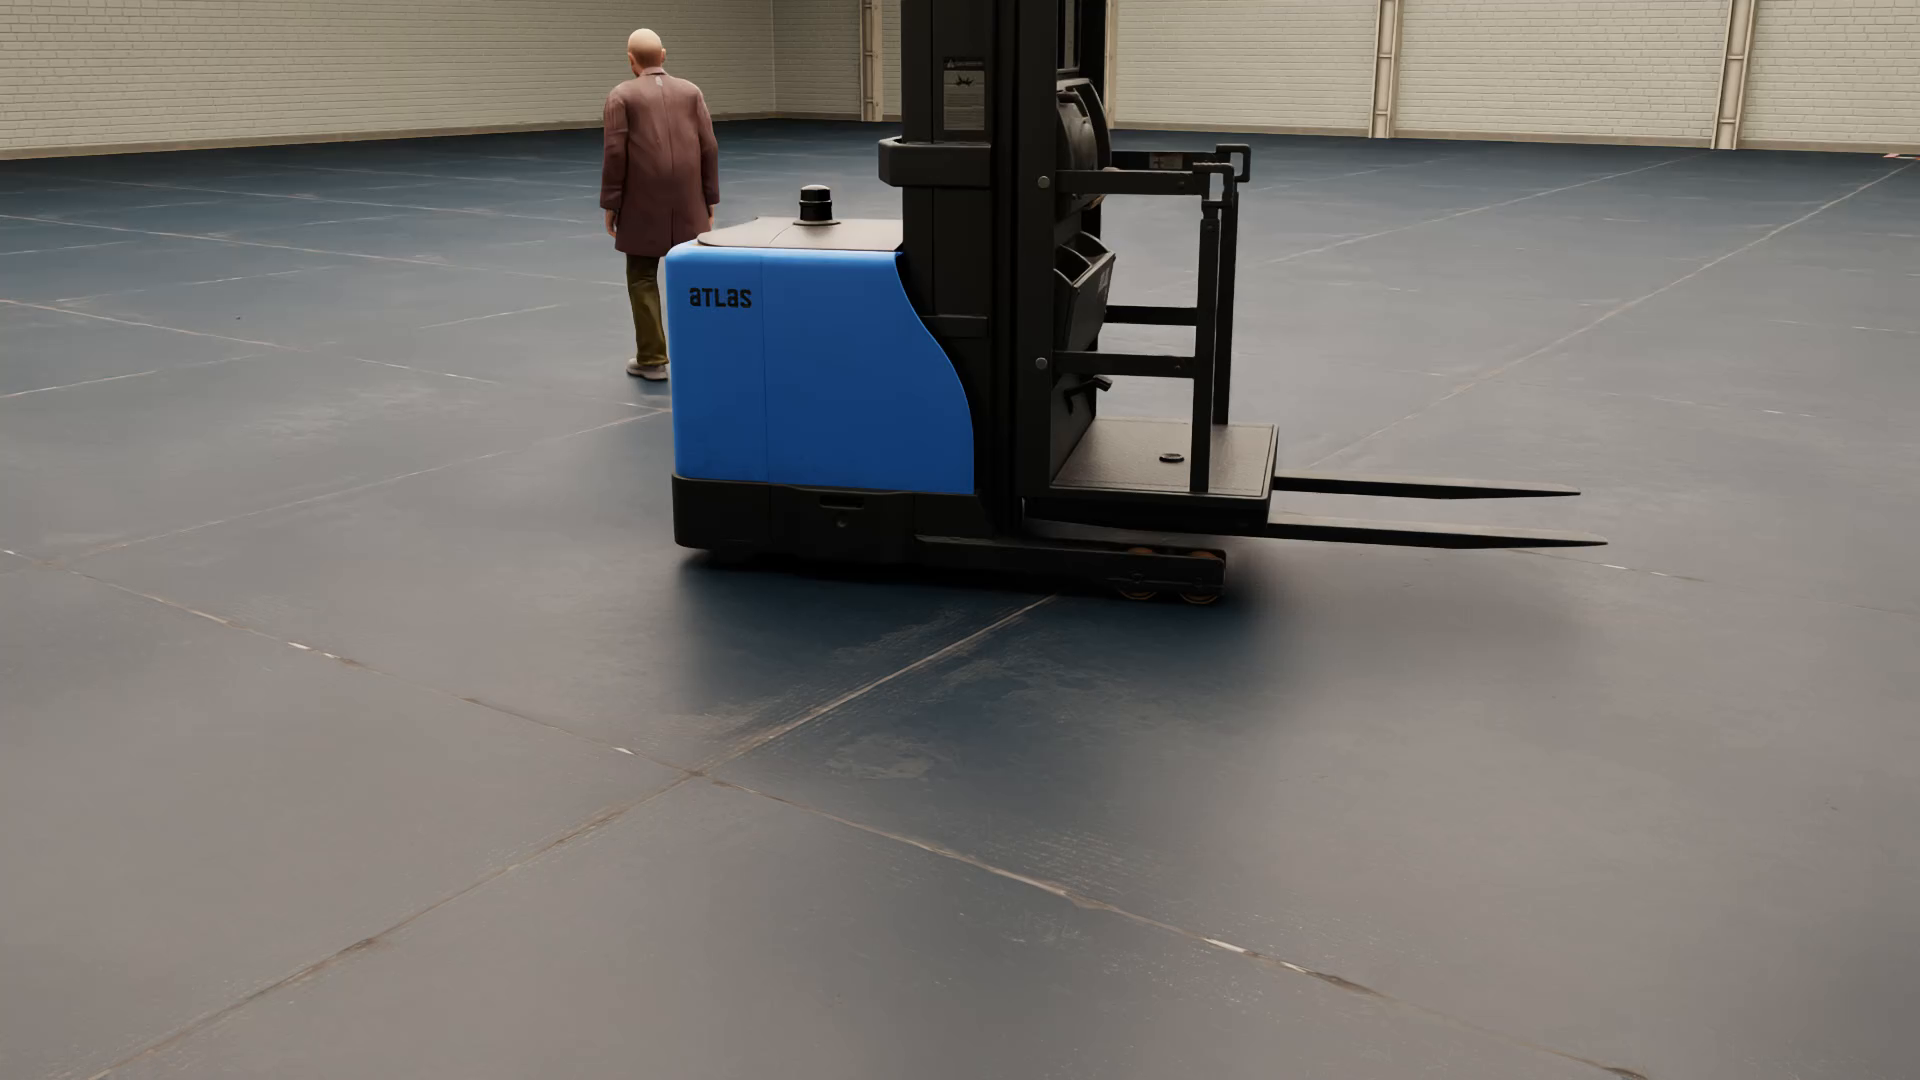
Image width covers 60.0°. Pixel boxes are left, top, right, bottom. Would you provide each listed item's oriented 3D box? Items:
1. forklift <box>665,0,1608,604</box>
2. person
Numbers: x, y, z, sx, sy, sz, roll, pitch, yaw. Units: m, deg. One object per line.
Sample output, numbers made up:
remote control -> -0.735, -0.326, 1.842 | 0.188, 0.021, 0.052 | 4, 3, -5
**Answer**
forklift -> 0.595, -1.367, 5.404 | 3.031, 2.935, 1.130 | 4, 17, 12
person -> -1.559, -1.733, 8.648 | 0.646, 1.772, 0.436 | -9, 19, -27
